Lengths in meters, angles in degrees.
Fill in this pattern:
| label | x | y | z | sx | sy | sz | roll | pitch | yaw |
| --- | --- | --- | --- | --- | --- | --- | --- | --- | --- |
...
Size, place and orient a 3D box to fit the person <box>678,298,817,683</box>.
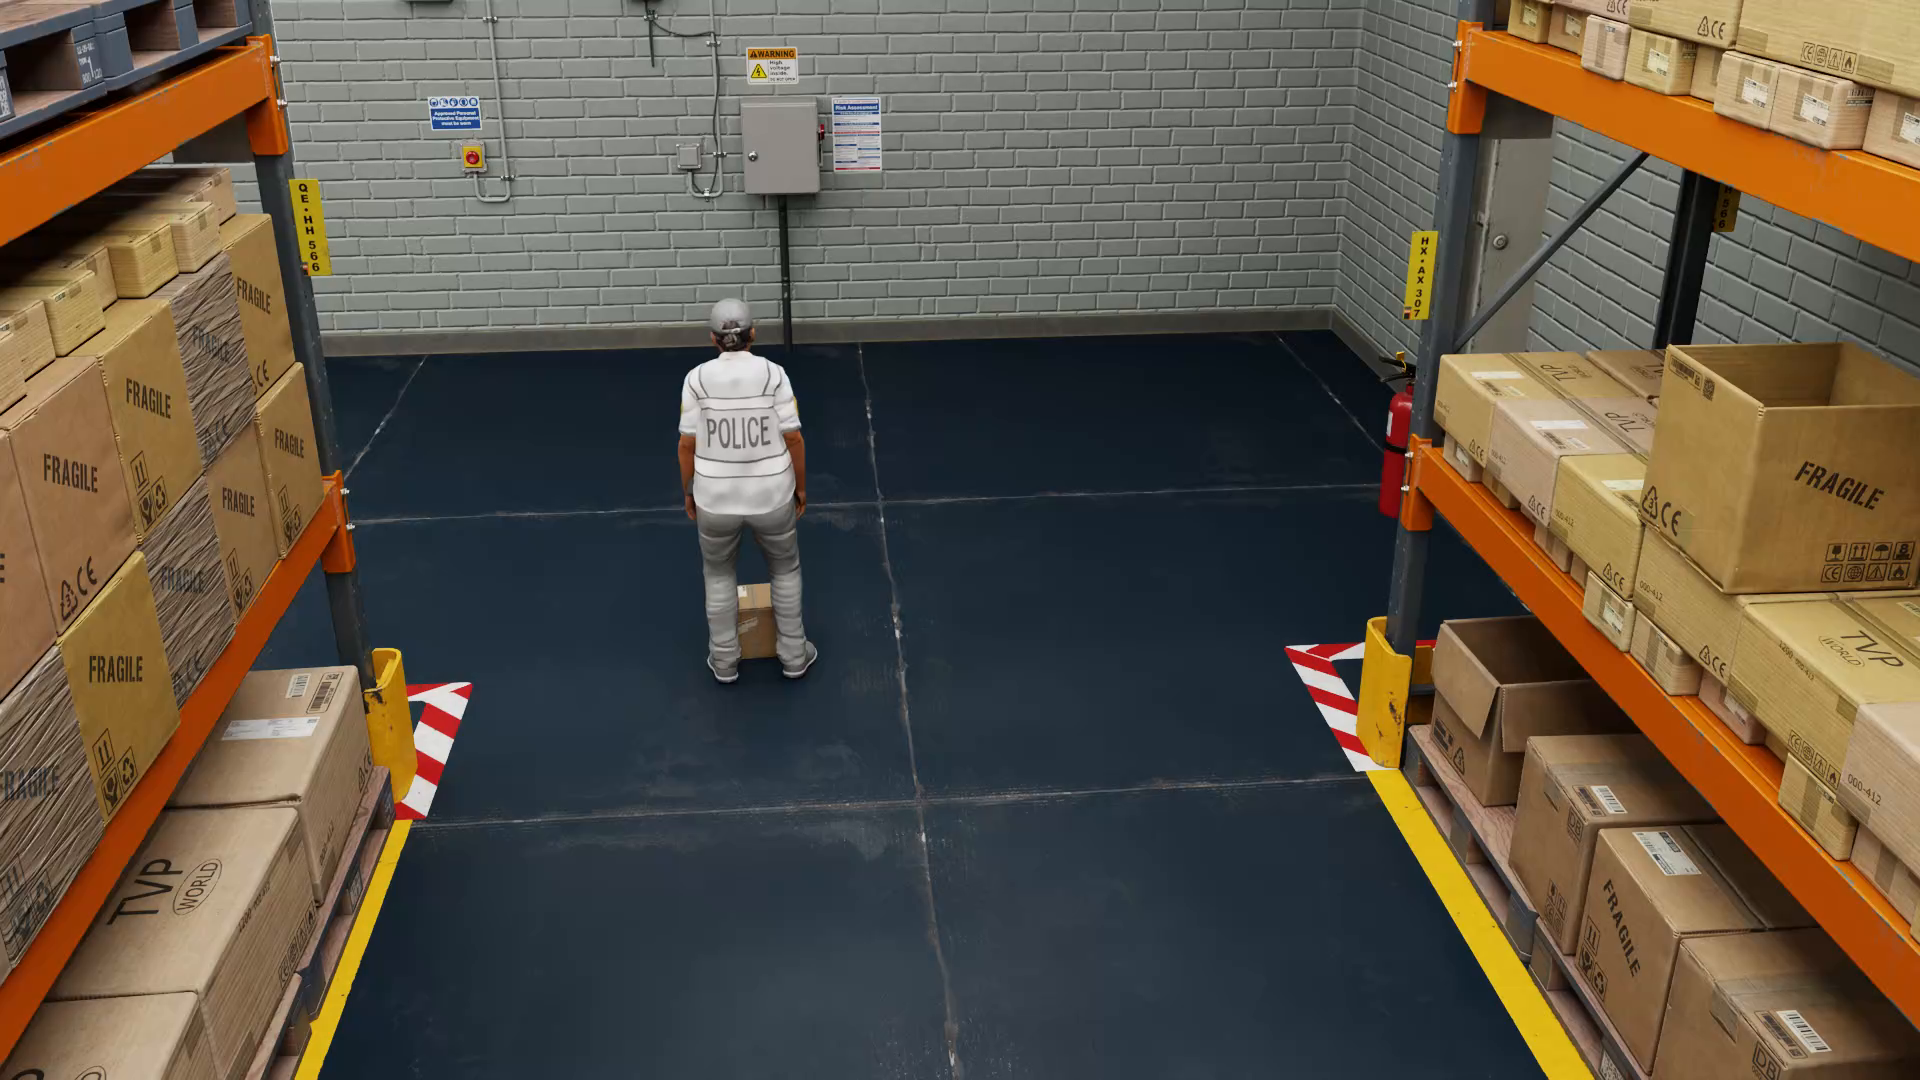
| label | x | y | z | sx | sy | sz | roll | pitch | yaw |
| --- | --- | --- | --- | --- | --- | --- | --- | --- | --- |
| person | -0.901 | -0.193 | 7.028 | 0.539 | 1.667 | 0.466 | -2 | 24 | -5 |
